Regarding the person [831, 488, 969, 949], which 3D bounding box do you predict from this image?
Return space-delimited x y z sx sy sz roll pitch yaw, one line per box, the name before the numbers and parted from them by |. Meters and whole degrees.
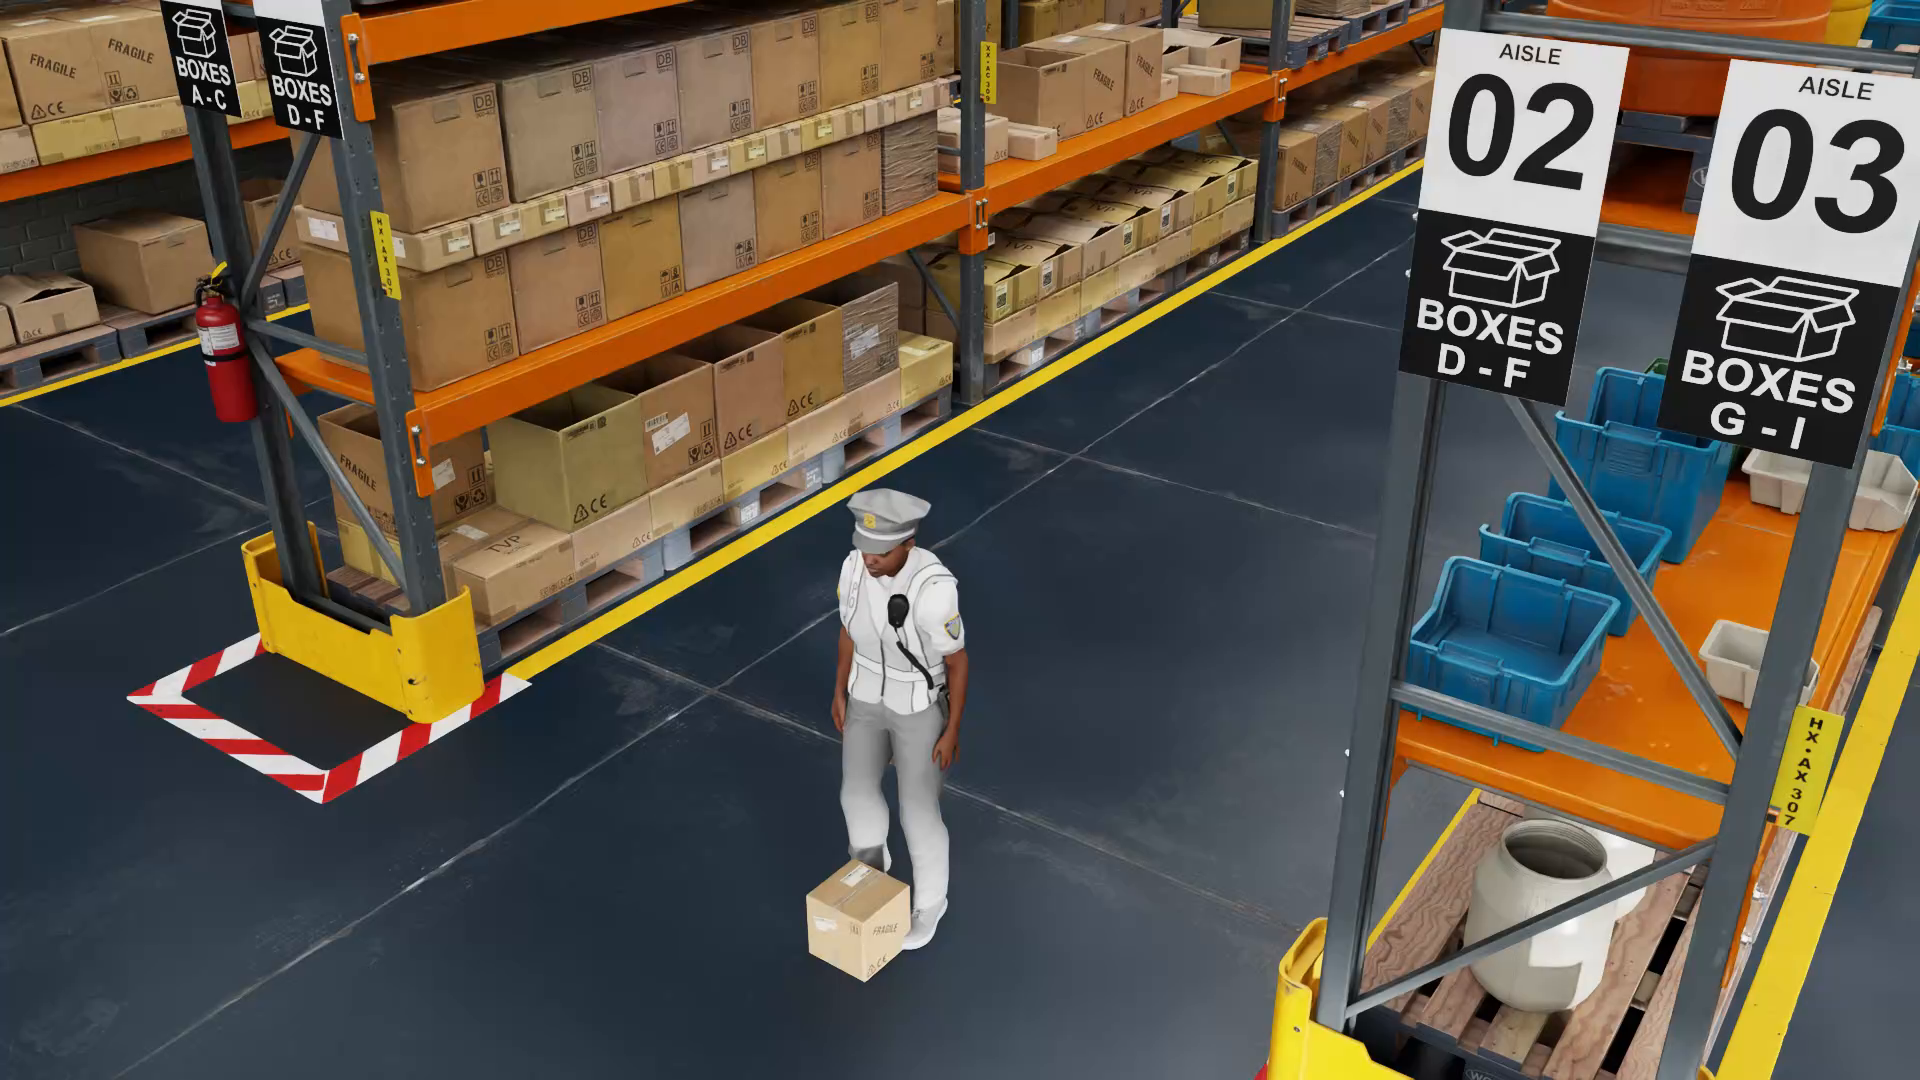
person | -0.219 0.570 5.507 0.518 1.656 0.396 16 31 28
